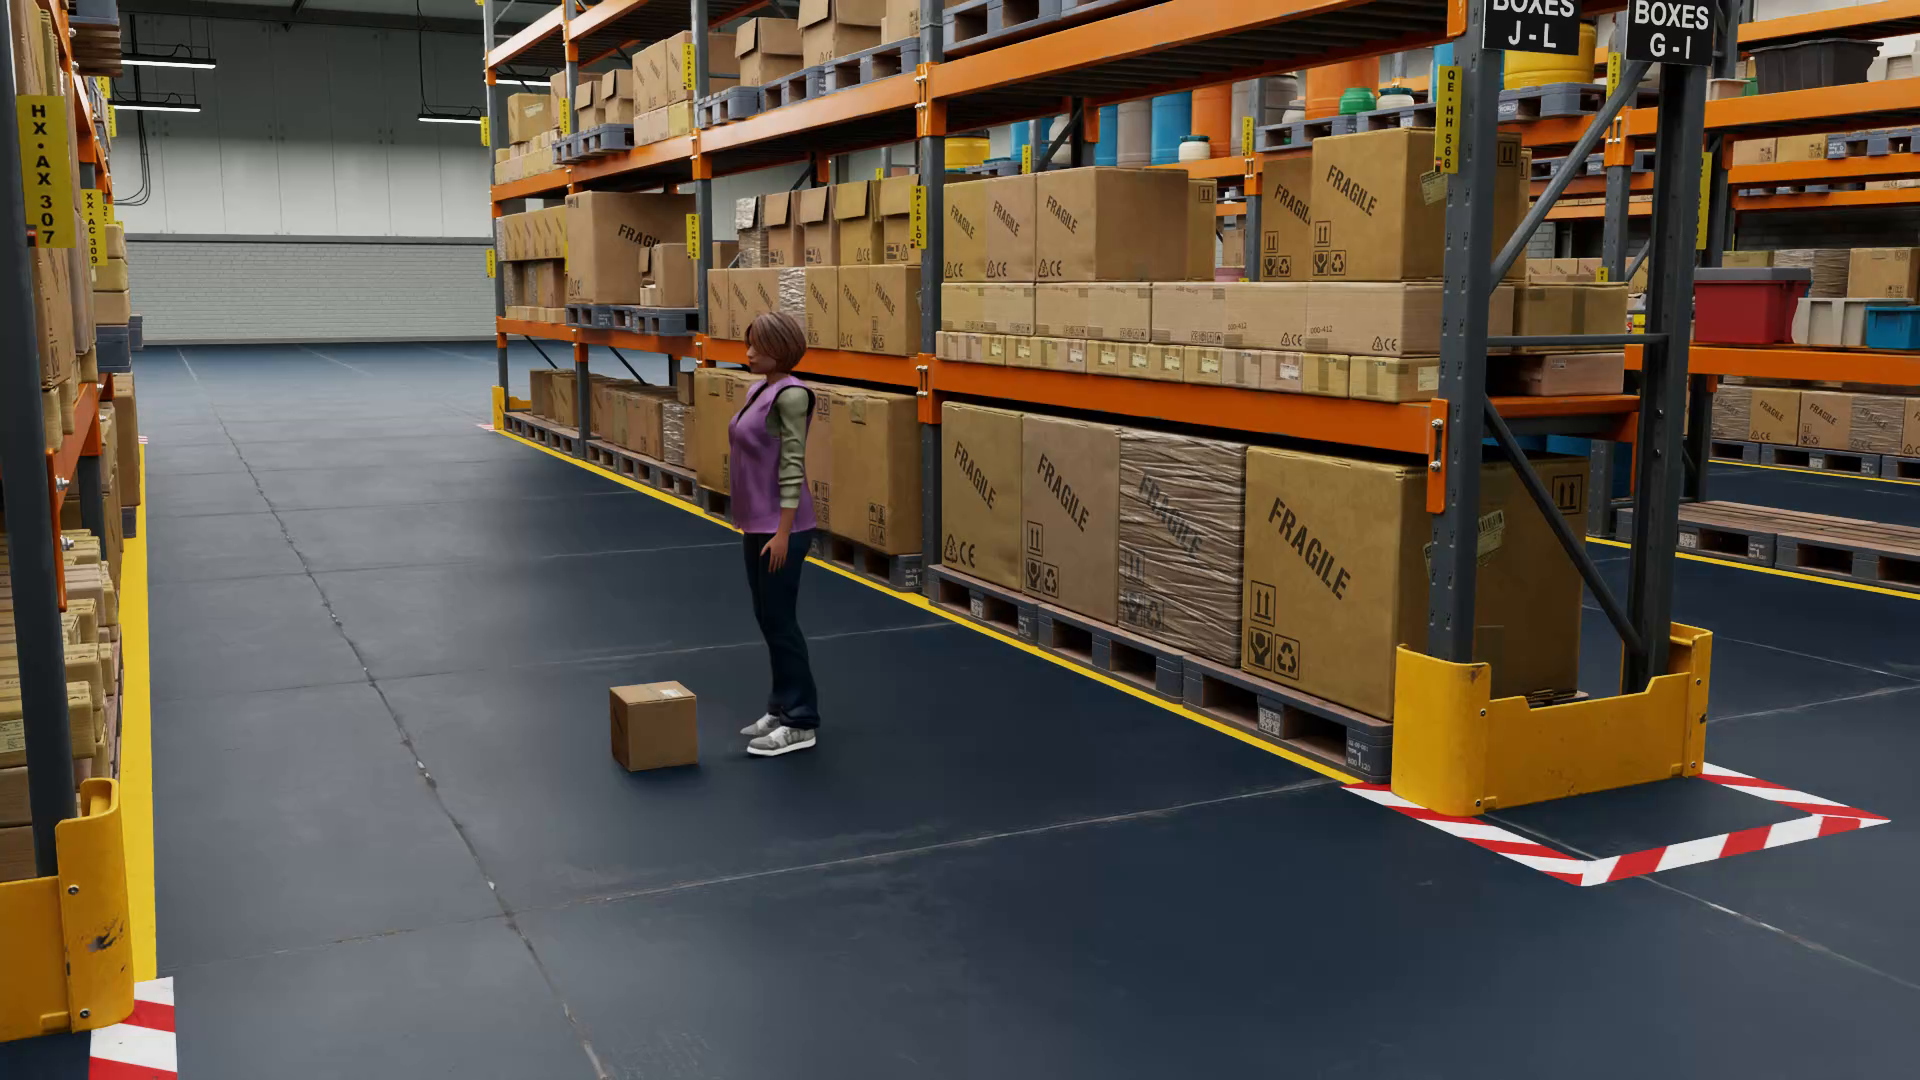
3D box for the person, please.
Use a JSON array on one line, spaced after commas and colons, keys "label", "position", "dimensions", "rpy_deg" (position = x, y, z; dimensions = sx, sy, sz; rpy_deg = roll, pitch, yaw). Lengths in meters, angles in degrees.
[{"label": "person", "position": [-0.668, -0.015, 6.063], "dimensions": [0.324, 1.624, 0.423], "rpy_deg": [-4, 10, -25]}]
